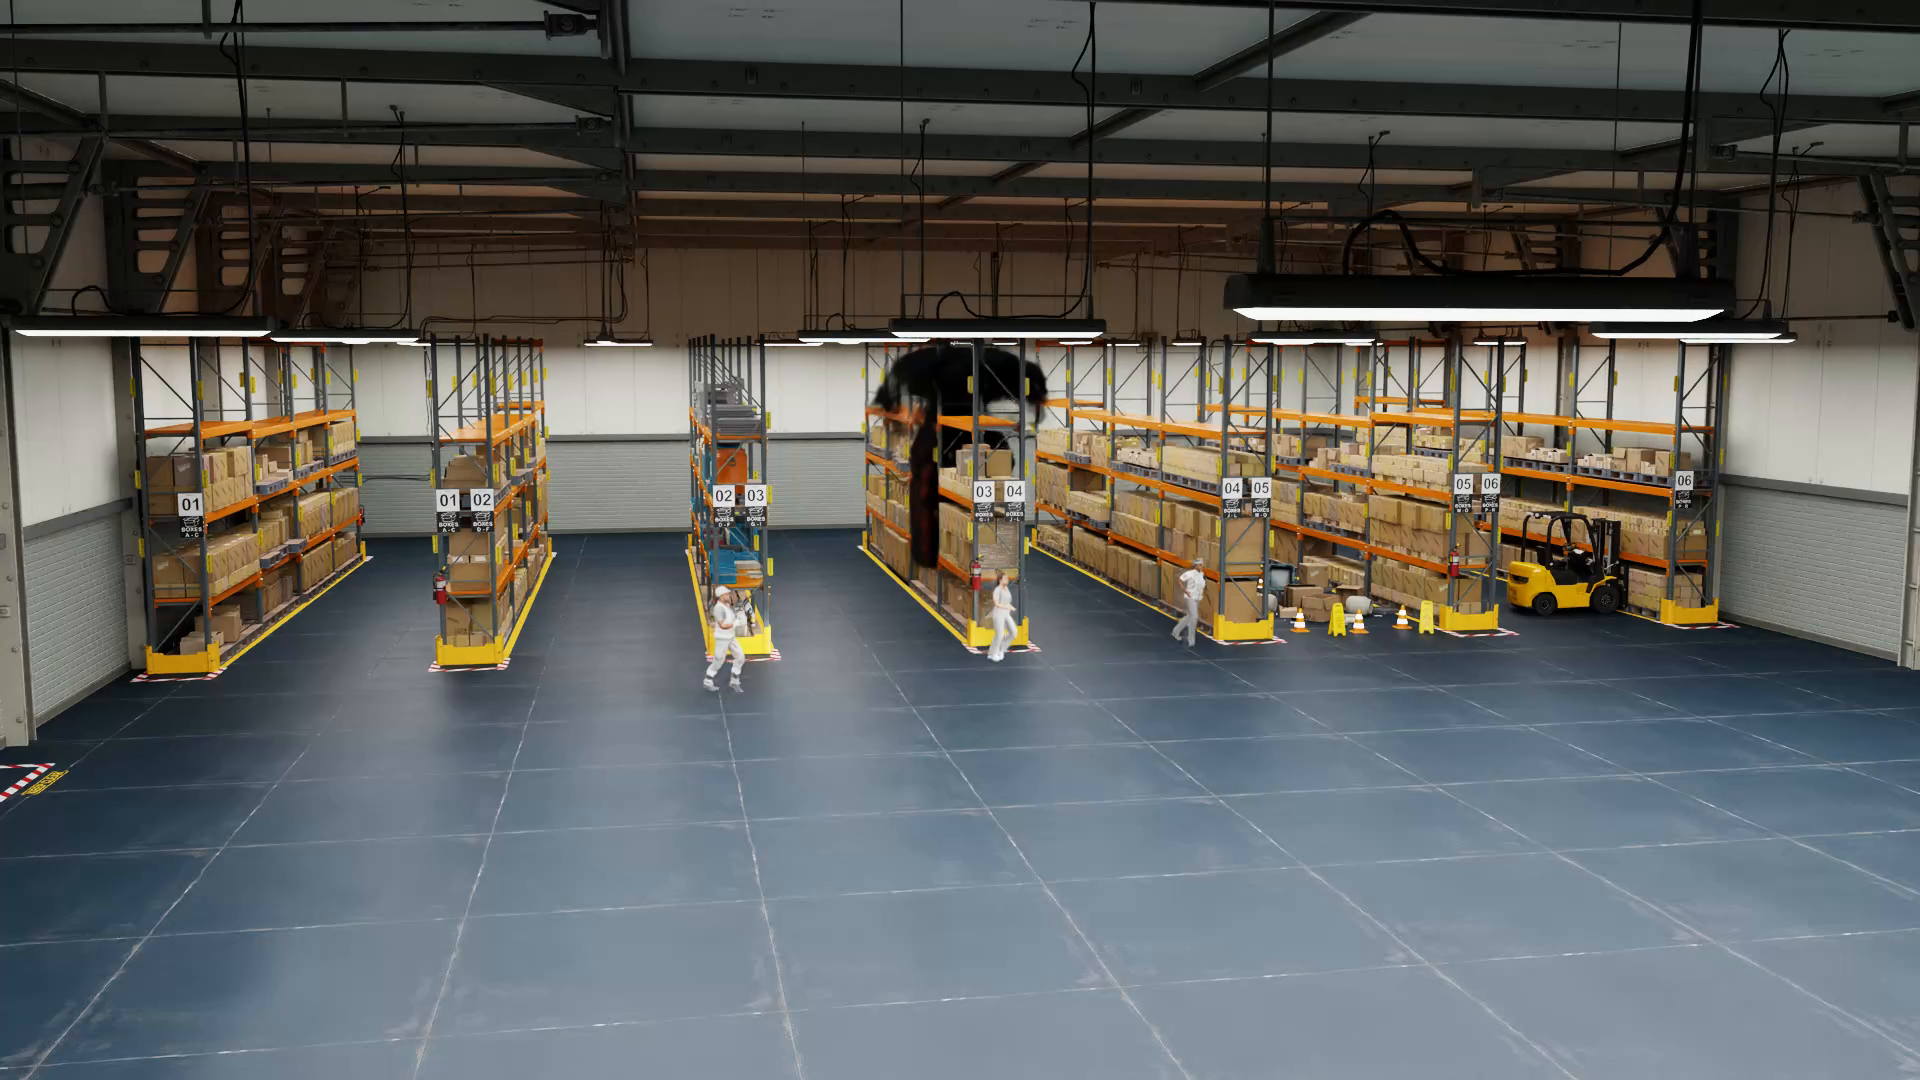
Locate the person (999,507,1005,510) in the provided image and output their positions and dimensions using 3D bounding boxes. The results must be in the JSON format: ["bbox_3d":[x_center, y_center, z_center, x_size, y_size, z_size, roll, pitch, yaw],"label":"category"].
[{"bbox_3d":[1.311,-0.455,46.435,0.691,1.724,0.590,-1,7,-13],"label":"person"}]

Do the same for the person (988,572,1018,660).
[{"bbox_3d":[0.810,1.407,30.581,0.639,1.650,0.586,5,8,35],"label":"person"}]

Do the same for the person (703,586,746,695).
[{"bbox_3d":[-3.894,1.675,27.608,0.766,1.842,0.641,2,7,14],"label":"person"}]

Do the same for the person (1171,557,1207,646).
[{"bbox_3d":[4.503,1.197,32.518,0.699,1.753,0.612,6,9,44],"label":"person"}]

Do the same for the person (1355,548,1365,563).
[{"bbox_3d":[10.757,-0.170,44.664,0.510,1.556,0.519,-2,7,-20],"label":"person"}]
